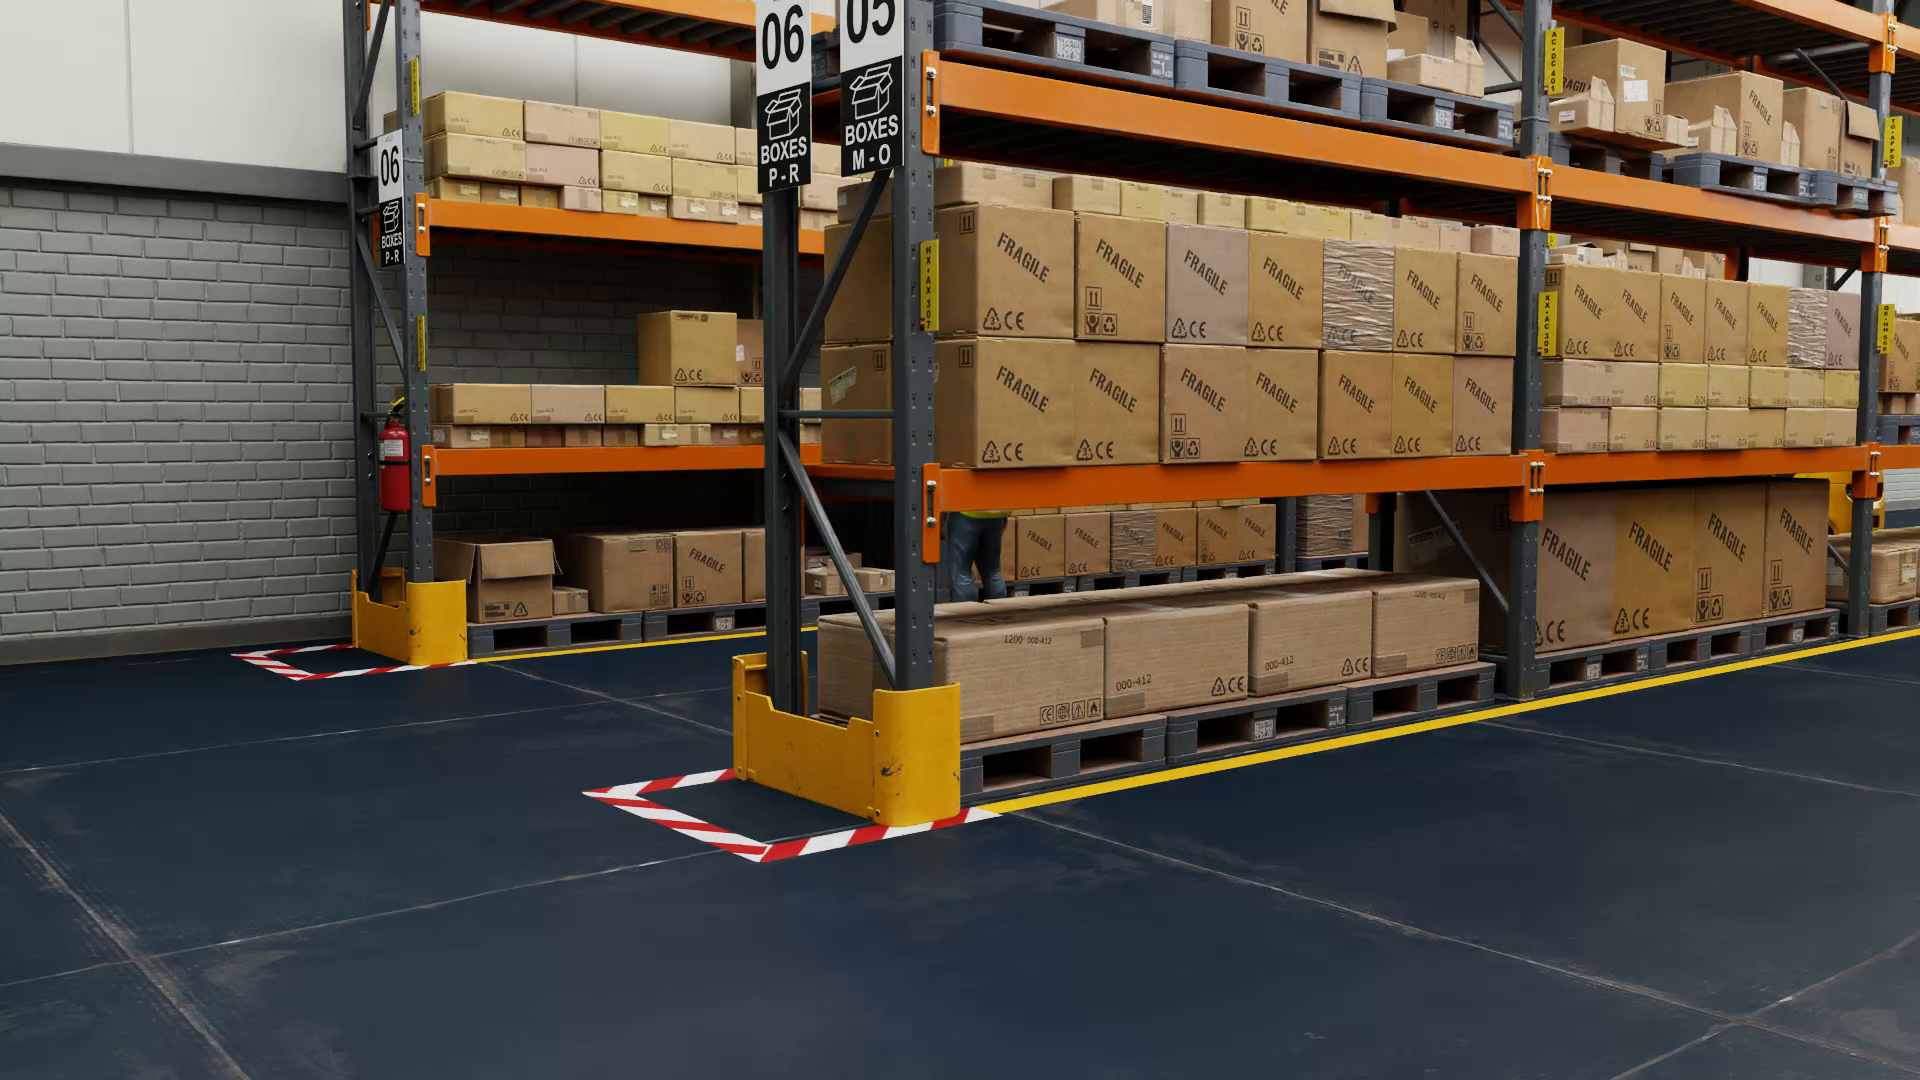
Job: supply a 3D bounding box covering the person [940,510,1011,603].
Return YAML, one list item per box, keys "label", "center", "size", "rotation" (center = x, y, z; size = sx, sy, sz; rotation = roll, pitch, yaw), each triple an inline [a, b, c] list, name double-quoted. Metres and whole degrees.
- label: "person"
  center: [0.089, -0.180, 10.797]
  size: [0.616, 1.760, 0.458]
  rotation: [-4, 6, -41]
